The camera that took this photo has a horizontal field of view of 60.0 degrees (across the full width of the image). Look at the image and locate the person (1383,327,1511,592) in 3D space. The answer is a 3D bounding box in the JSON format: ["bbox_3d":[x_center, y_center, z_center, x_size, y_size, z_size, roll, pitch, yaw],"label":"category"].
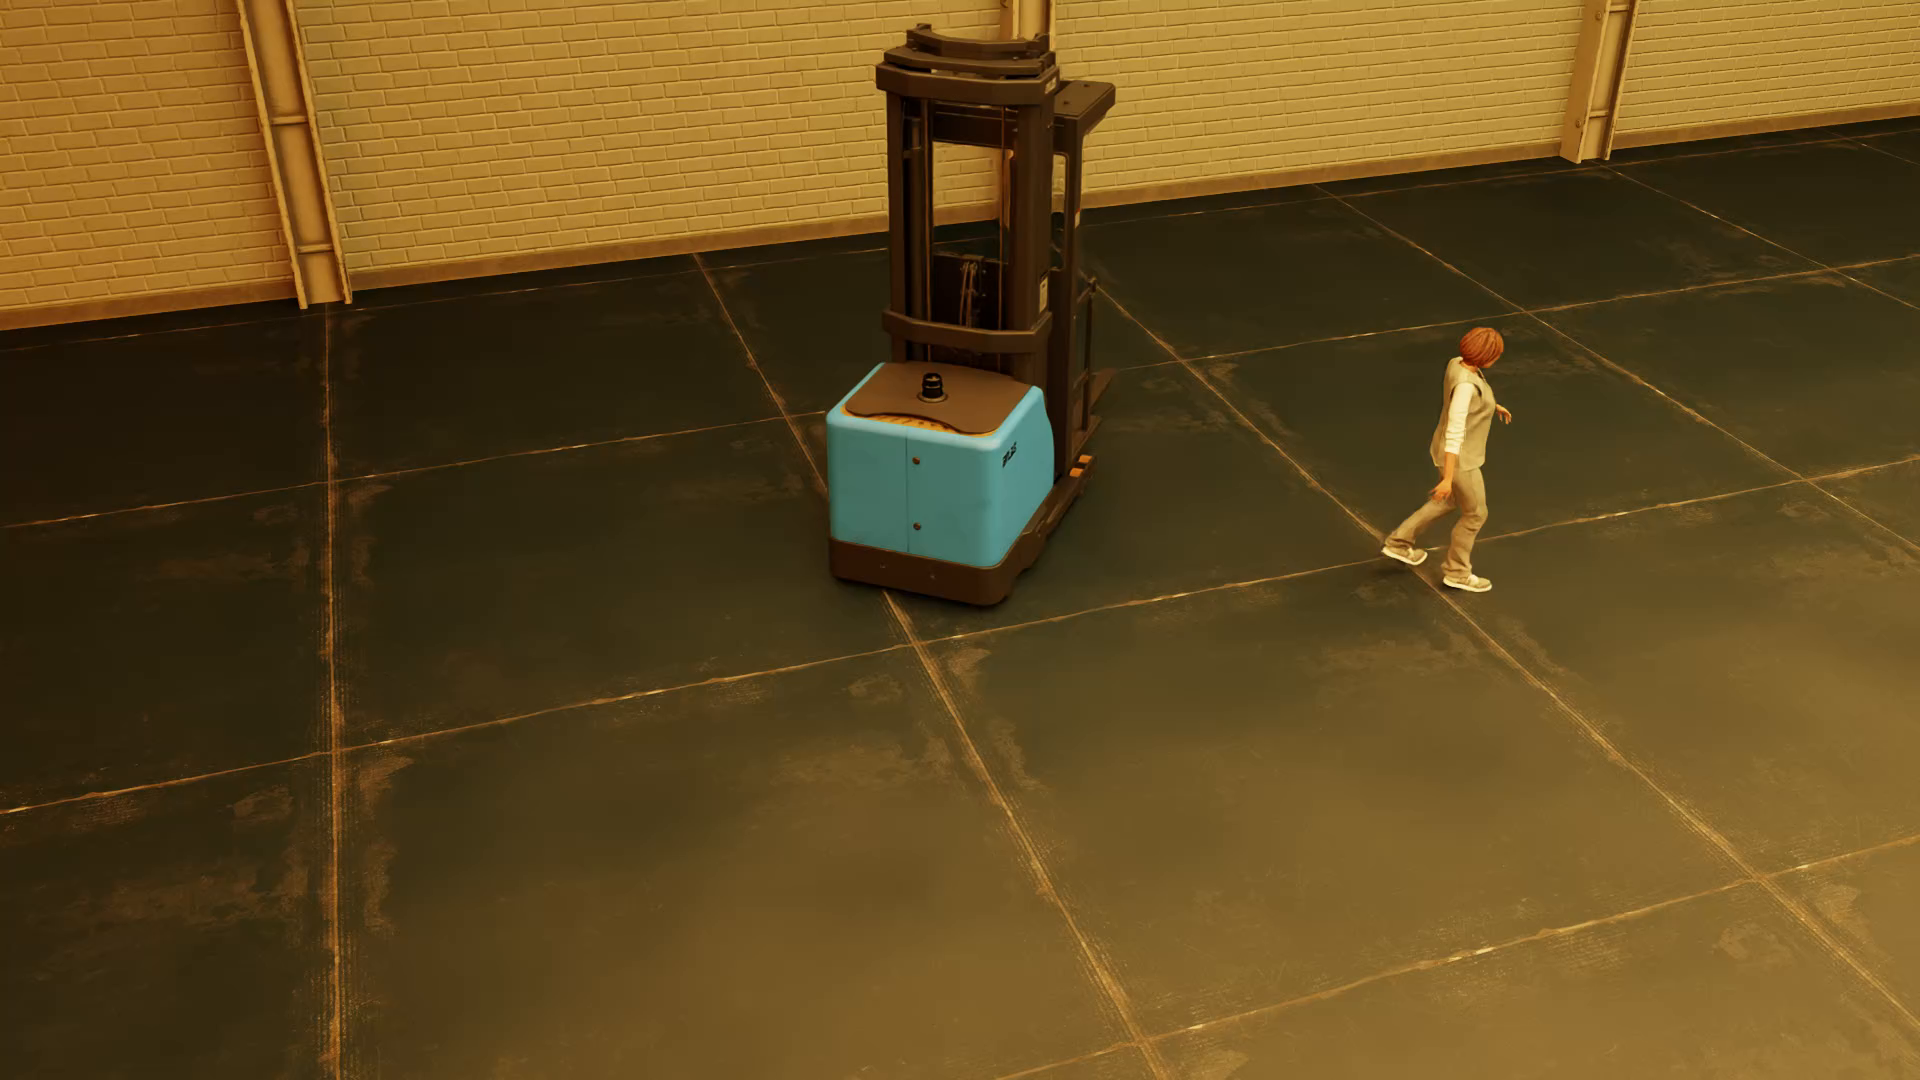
[{"bbox_3d":[2.772,-0.440,9.224,0.658,1.576,0.757,3,30,4],"label":"person"}]

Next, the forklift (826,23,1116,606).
[{"bbox_3d":[0.241,-1.626,9.913,1.130,2.935,3.031,11,32,18],"label":"forklift"}]
